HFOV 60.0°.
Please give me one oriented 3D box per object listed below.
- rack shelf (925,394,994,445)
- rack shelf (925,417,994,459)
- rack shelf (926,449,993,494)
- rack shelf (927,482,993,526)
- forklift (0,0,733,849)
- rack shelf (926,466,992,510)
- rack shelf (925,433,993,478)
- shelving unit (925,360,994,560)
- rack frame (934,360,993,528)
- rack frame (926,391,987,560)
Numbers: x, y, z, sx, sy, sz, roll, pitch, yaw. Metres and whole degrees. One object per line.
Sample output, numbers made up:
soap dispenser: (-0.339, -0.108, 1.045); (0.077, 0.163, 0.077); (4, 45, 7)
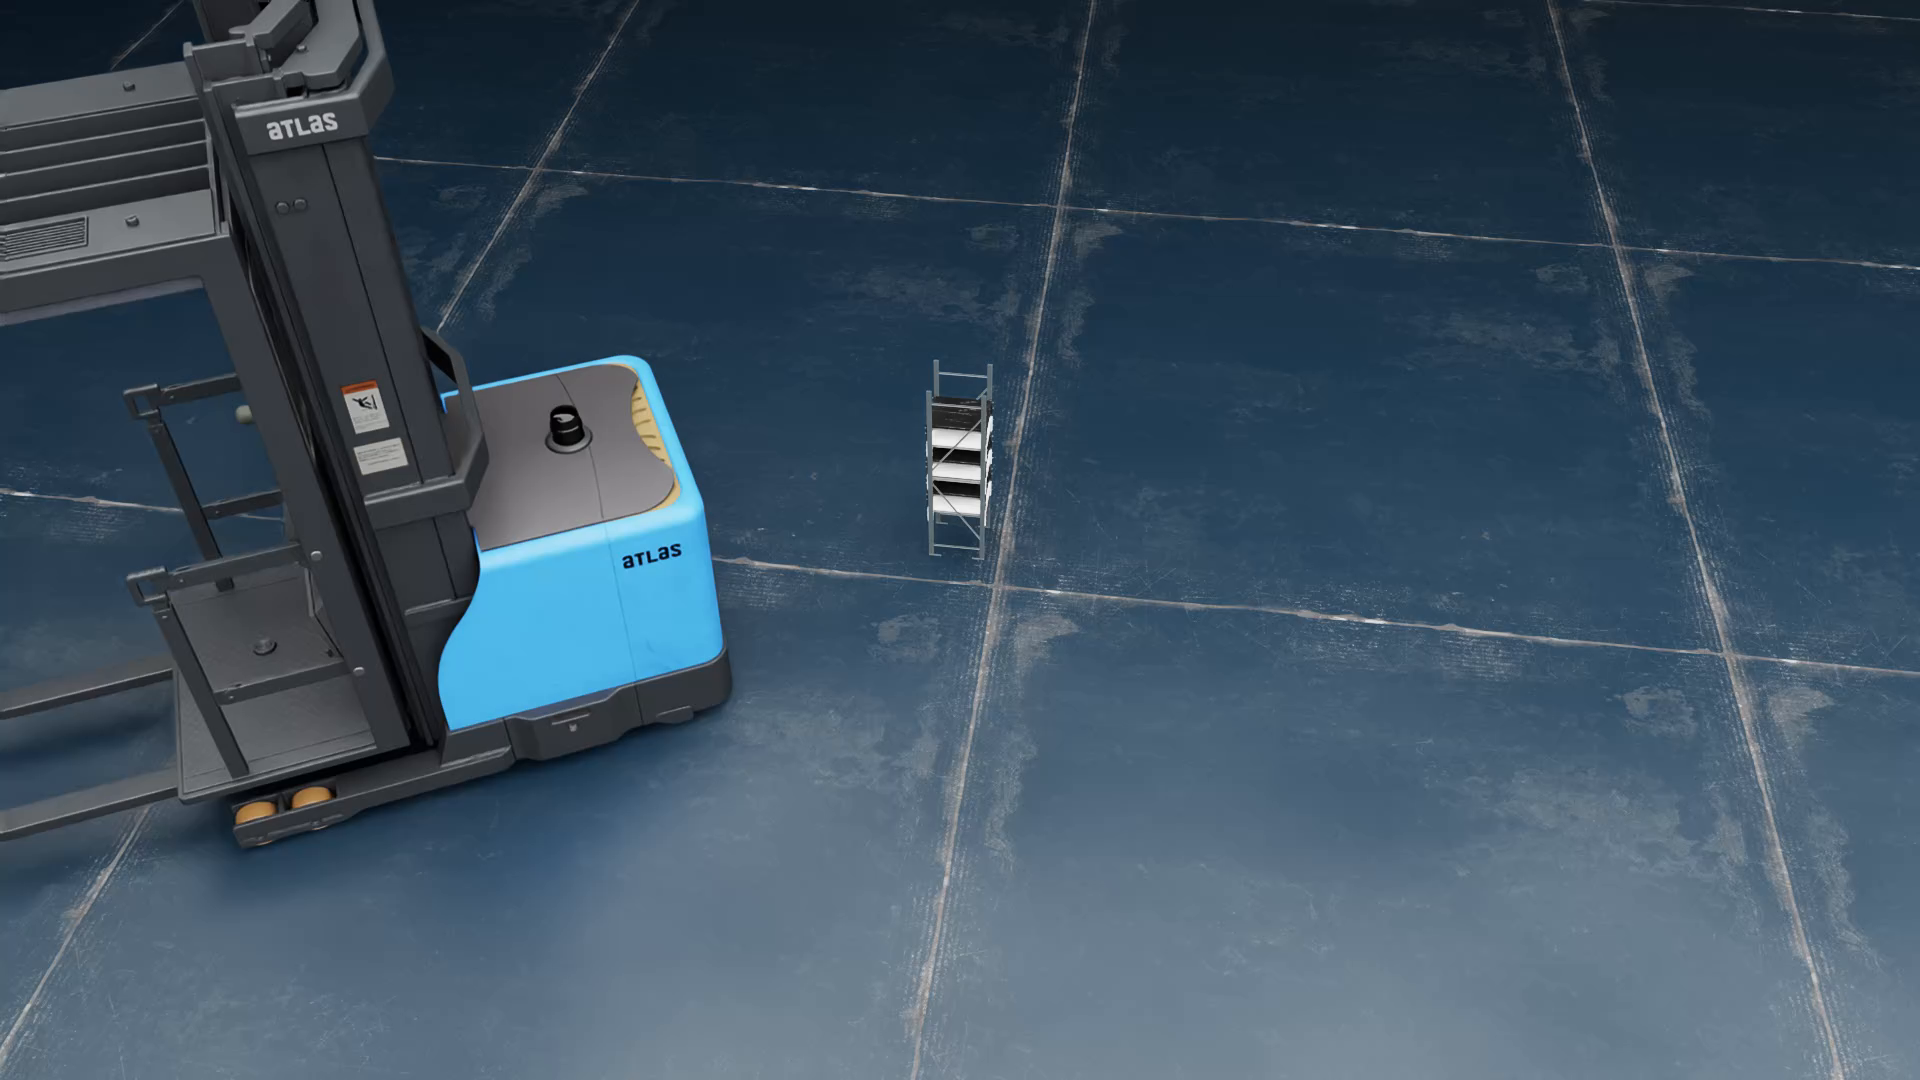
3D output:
rack shelf: (-0.001, -0.493, 6.794); (0.258, 0.077, 0.200); (5, 44, 6)
rack shelf: (-0.001, -0.428, 6.856); (0.258, 0.077, 0.200); (5, 44, 6)
rack shelf: (-0.001, -0.297, 6.980); (0.258, 0.077, 0.200); (5, 44, 6)
rack shelf: (-0.001, -0.166, 7.104); (0.258, 0.077, 0.200); (5, 44, 6)
forklift: (-2.468, -0.360, 5.521); (3.031, 2.935, 1.130); (-14, 45, -15)
rack shelf: (-0.001, -0.232, 7.042); (0.258, 0.077, 0.200); (5, 44, 6)
rack shelf: (-0.001, -0.362, 6.918); (0.258, 0.077, 0.200); (5, 44, 6)
shelving unit: (-0.001, -0.321, 6.957); (0.258, 0.900, 0.210); (5, 44, 6)
rack frame: (0.012, -0.391, 7.030); (0.240, 0.900, 0.006); (5, 44, 6)
rack frame: (-0.015, -0.252, 6.884); (0.240, 0.900, 0.006); (5, 44, 6)
